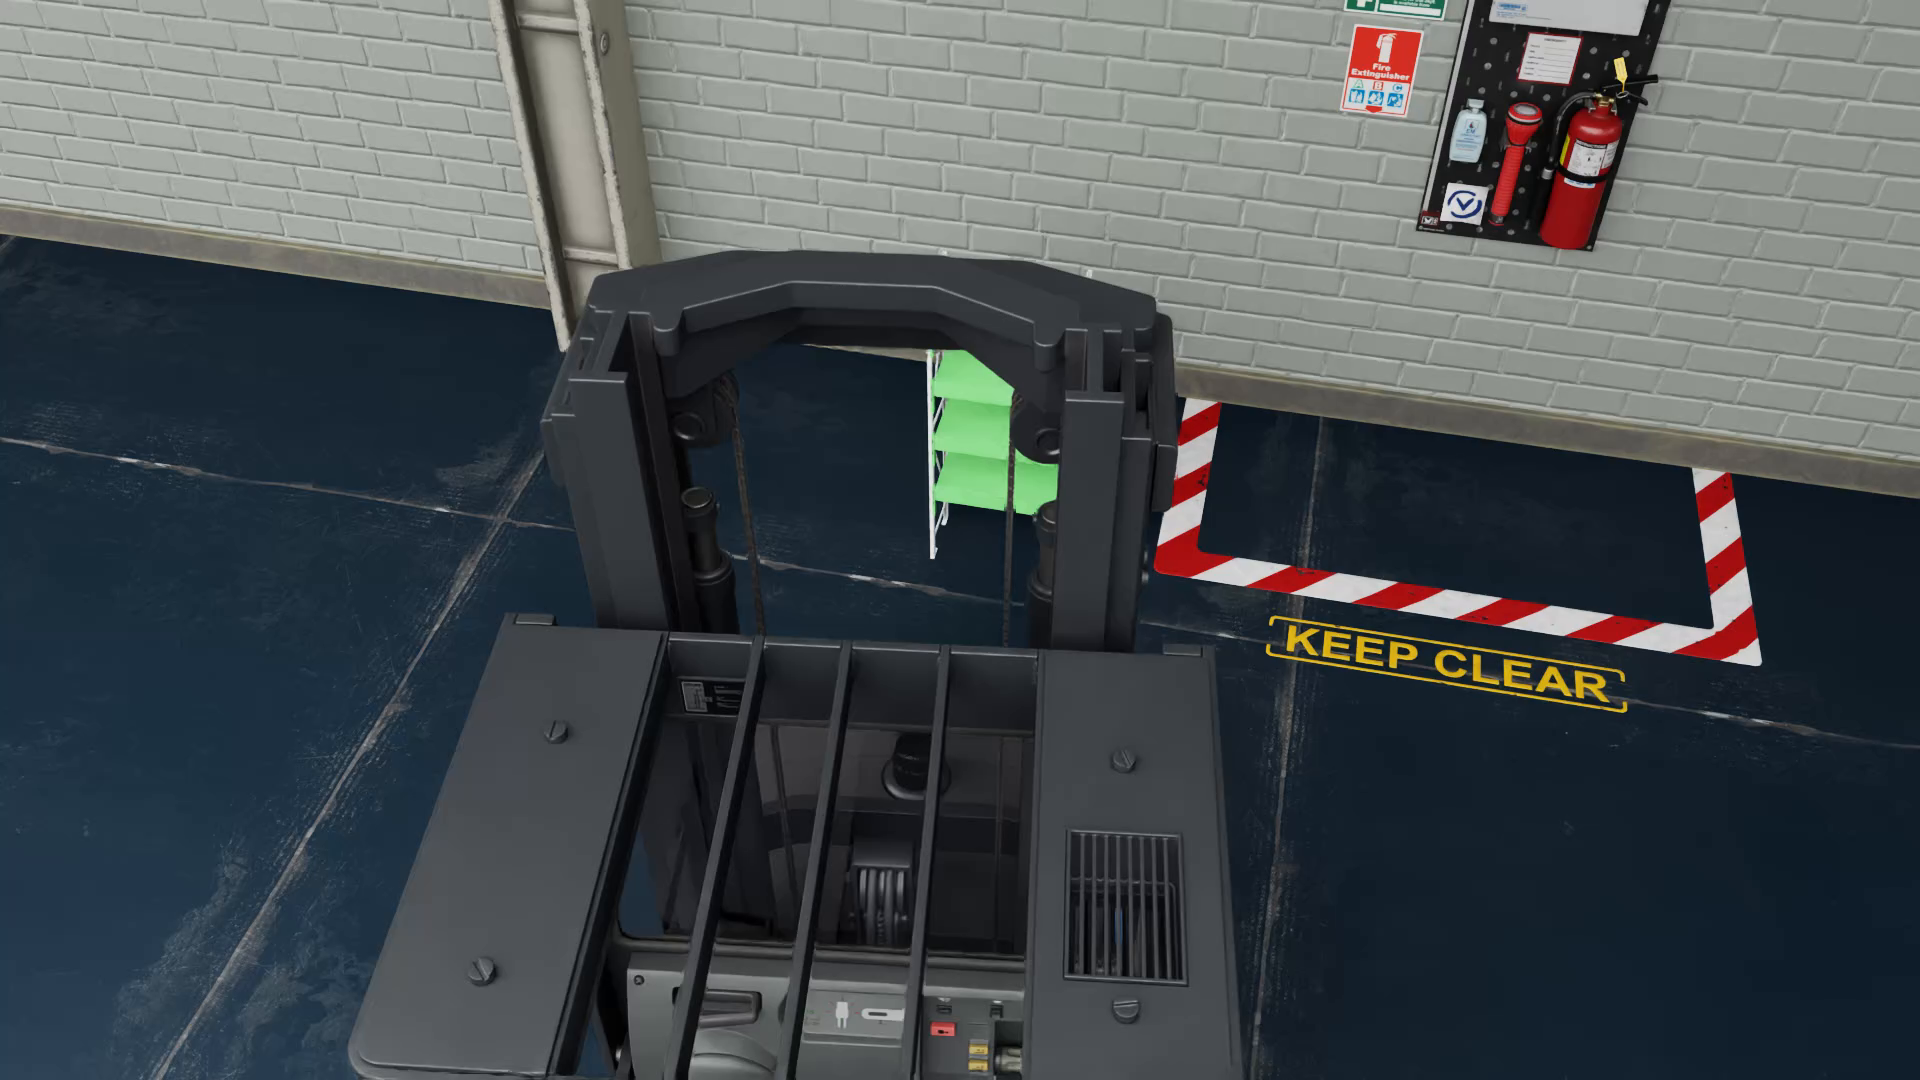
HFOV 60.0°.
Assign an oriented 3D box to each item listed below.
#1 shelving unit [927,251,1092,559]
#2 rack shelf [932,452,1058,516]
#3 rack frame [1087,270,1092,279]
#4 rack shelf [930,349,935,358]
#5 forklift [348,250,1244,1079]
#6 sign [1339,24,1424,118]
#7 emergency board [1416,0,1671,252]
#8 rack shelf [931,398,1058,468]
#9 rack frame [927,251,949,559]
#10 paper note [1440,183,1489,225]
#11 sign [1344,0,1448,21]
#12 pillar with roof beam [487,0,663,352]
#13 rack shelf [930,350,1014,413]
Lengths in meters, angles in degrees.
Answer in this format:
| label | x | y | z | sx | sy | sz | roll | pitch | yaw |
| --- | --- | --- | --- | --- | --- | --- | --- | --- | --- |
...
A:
| label | x | y | z | sx | sy | sz | roll | pitch | yaw |
| --- | --- | --- | --- | --- | --- | --- | --- | --- | --- |
| shelving unit | 0.162 | -0.407 | 5.808 | 0.503 | 1.200 | 0.258 | 9 | 45 | 9 |
| rack shelf | 0.162 | -0.188 | 6.019 | 0.480 | 0.148 | 0.258 | 9 | 45 | 9 |
| rack frame | 0.400 | -0.370 | 5.769 | 0.015 | 1.200 | 0.240 | 9 | 45 | 9 |
| rack shelf | 0.162 | -0.707 | 5.519 | 0.480 | 0.148 | 0.258 | 9 | 45 | 9 |
| forklift | -0.177 | 1.086 | 3.008 | 1.130 | 2.935 | 3.031 | 3 | 44 | 3 |
| sign | 1.453 | -1.617 | 5.742 | 0.234 | 0.329 | 0.001 | 9 | 45 | 9 |
| emergency board | 1.970 | -1.451 | 5.595 | 0.643 | 1.169 | 0.194 | 9 | 45 | 9 |
| rack shelf | 0.162 | -0.361 | 5.852 | 0.480 | 0.148 | 0.258 | 9 | 45 | 9 |
| rack frame | -0.077 | -0.444 | 5.846 | 0.015 | 1.200 | 0.240 | 9 | 45 | 9 |
| paper note | 1.813 | -1.207 | 5.976 | 0.142 | 0.148 | 0.016 | 9 | 45 | 9 |
| sign | 1.456 | -1.802 | 5.551 | 0.331 | 0.109 | 0.001 | 9 | 45 | 9 |
| pillar with roof beam | -2.422 | -1.208 | 1.016 | 0.400 | 9.000 | 9.100 | 9 | 45 | 9 |
| rack shelf | 0.162 | -0.534 | 5.686 | 0.480 | 0.148 | 0.258 | 9 | 45 | 9 |
